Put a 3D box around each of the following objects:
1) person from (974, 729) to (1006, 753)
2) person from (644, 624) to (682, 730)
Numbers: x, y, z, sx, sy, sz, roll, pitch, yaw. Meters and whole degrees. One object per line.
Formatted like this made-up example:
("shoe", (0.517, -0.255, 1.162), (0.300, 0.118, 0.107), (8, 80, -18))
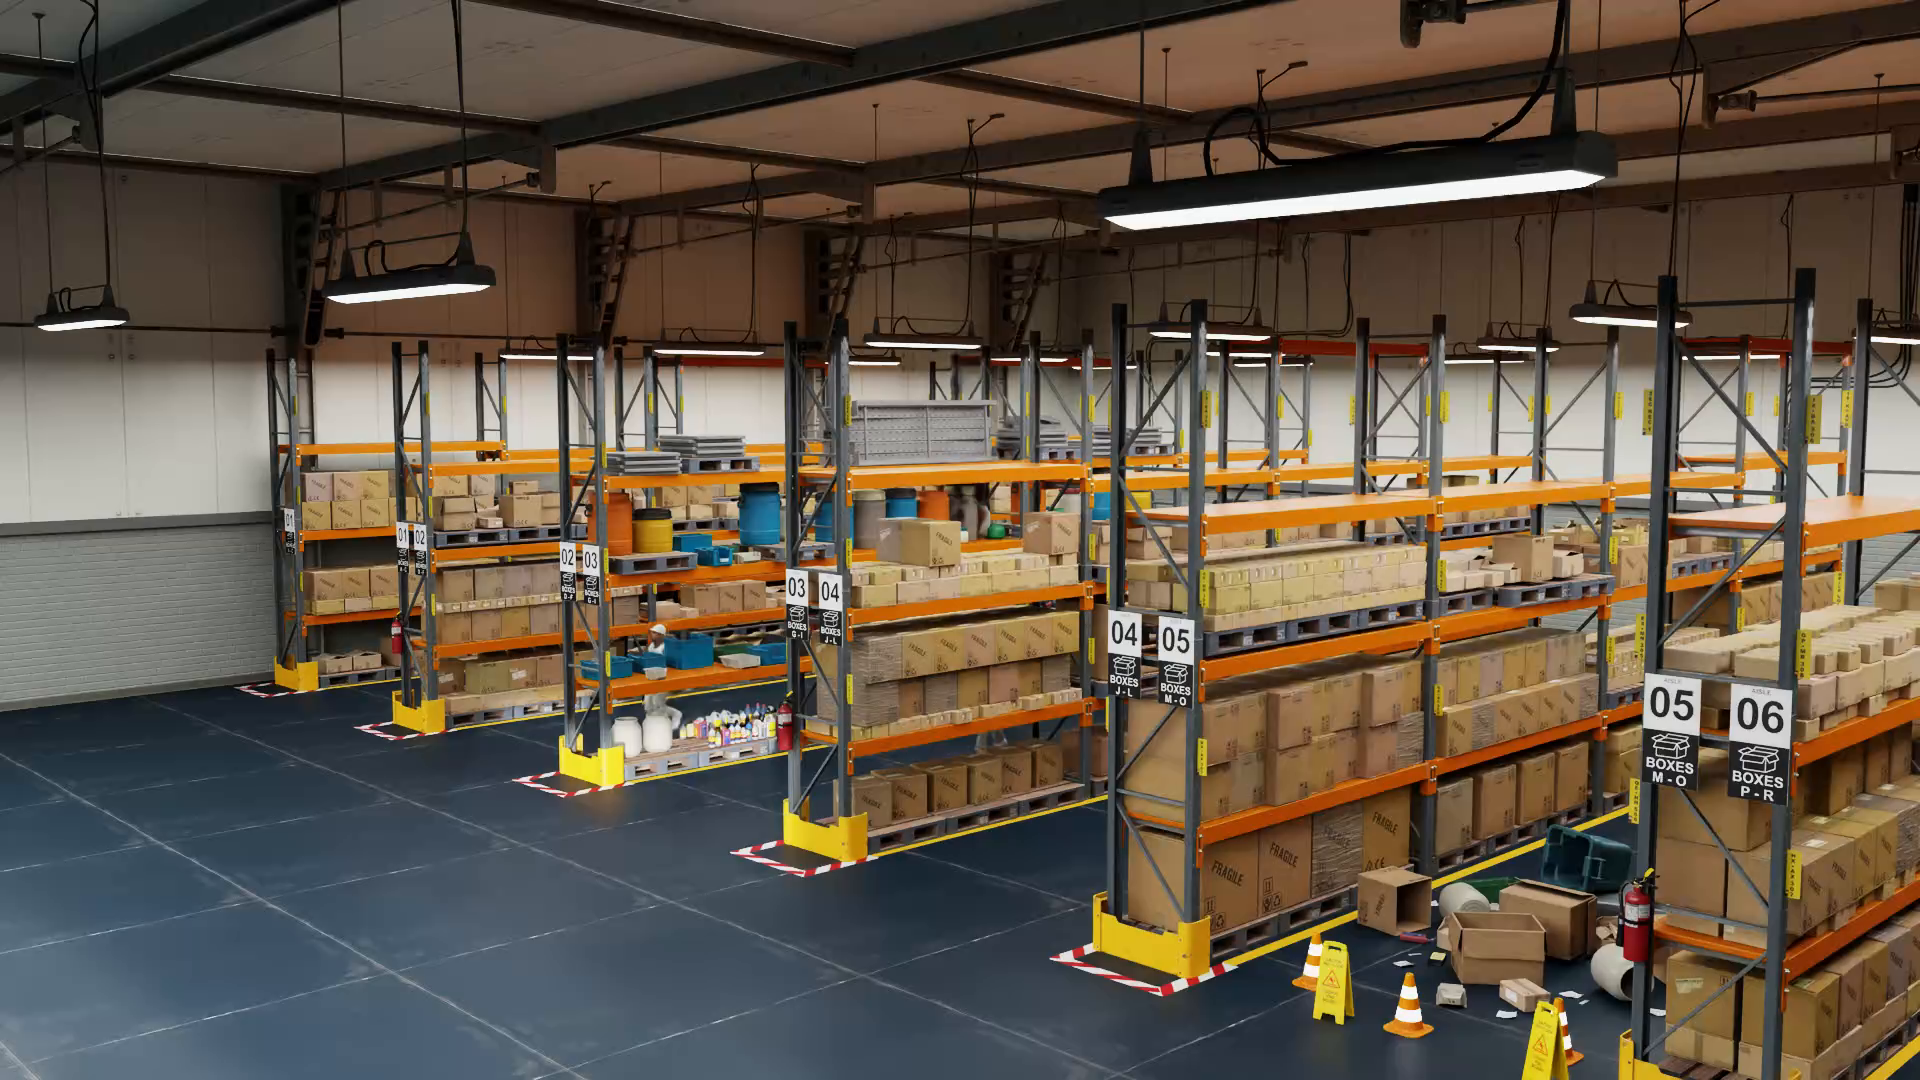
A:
("person", (0.395, 2.272, 23.727), (0.518, 1.696, 0.887), (5, 7, 43))
("person", (-4.477, 2.137, 25.032), (0.676, 1.753, 0.648), (5, 7, 44))
